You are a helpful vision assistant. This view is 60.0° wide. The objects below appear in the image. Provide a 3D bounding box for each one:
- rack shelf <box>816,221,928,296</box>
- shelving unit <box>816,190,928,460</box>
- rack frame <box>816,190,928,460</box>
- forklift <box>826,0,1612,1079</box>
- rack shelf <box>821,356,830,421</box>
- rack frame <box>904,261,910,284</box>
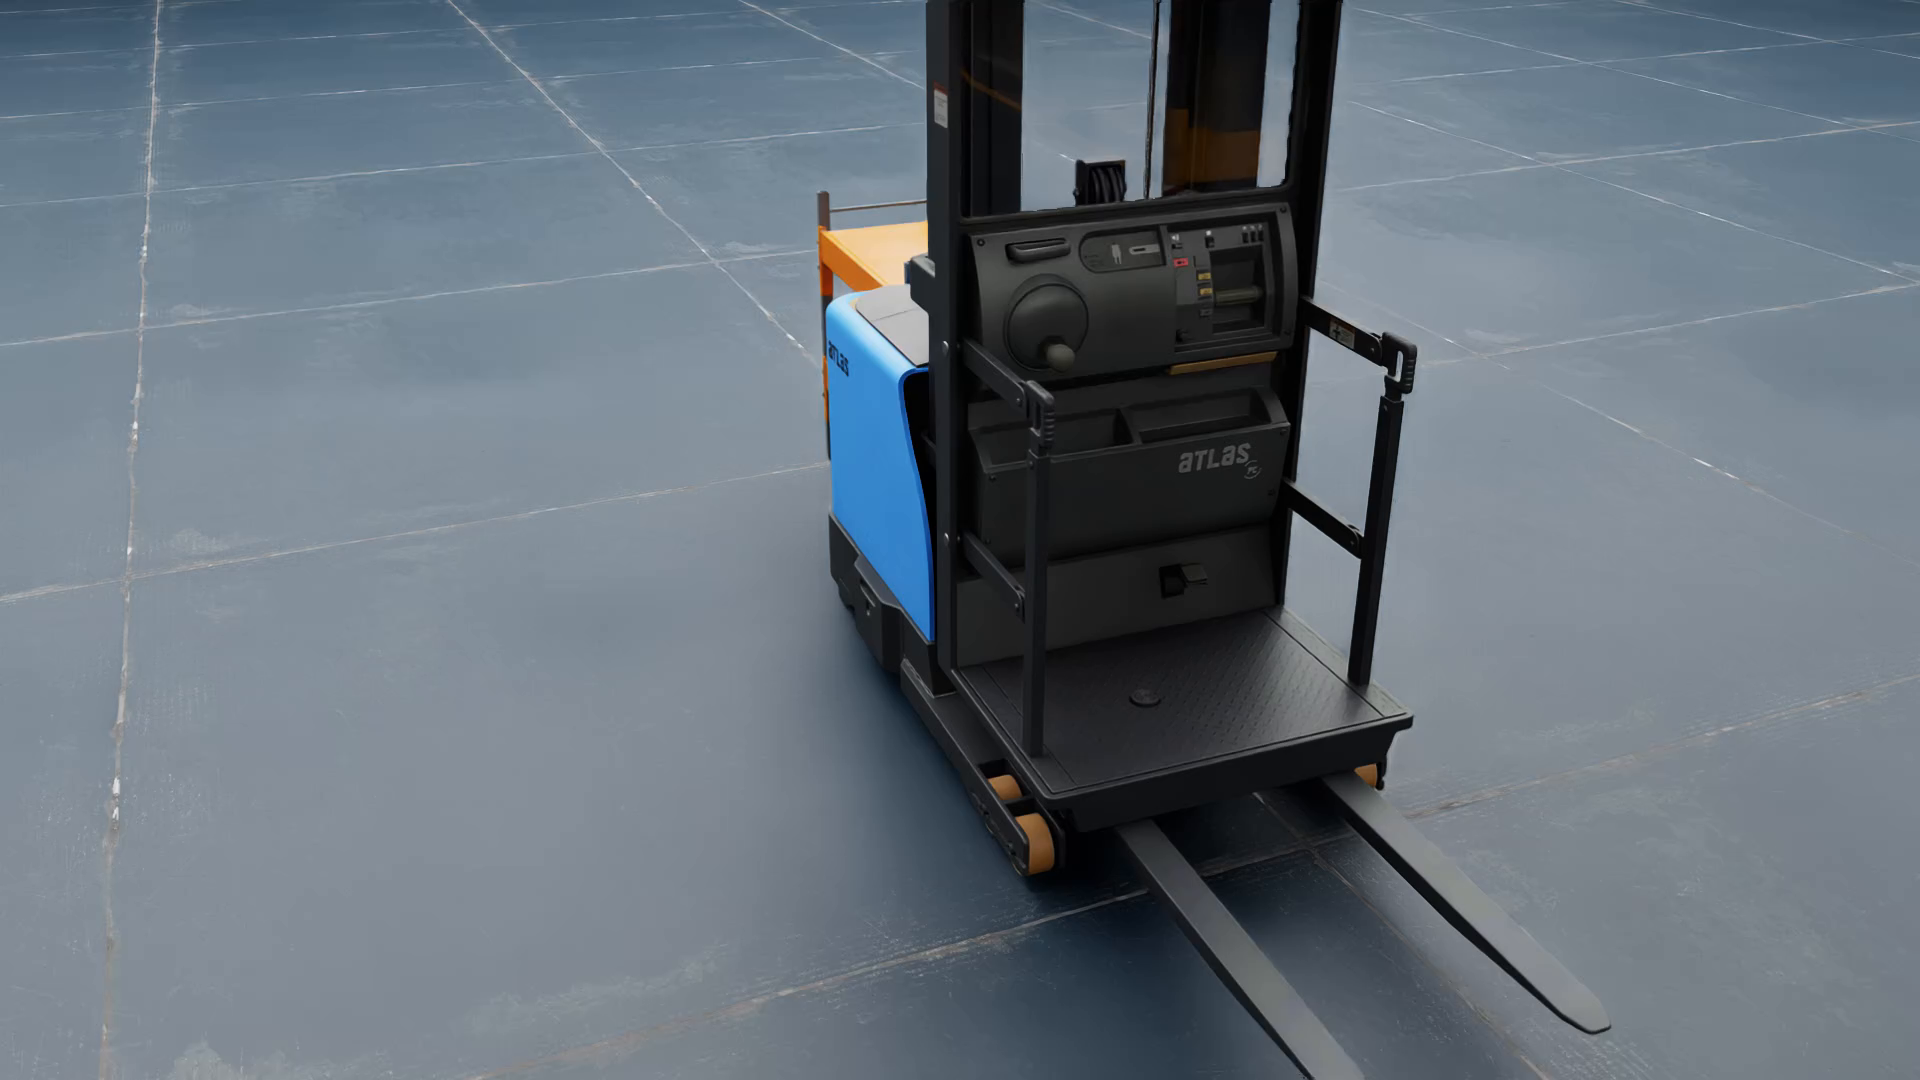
[{"bbox_3d":[-0.136,-0.939,6.224,0.538,0.278,1.000,-10,28,-19],"label":"rack shelf"},{"bbox_3d":[-0.136,-0.676,6.352,0.538,1.125,1.048,-10,28,-19],"label":"shelving unit"},{"bbox_3d":[-0.320,-0.884,6.778,0.500,1.125,0.032,-10,28,-19],"label":"rack frame"},{"bbox_3d":[0.551,-0.632,4.204,1.130,2.935,3.031,-10,28,-19],"label":"forklift"},{"bbox_3d":[-0.136,-0.456,6.460,0.538,0.278,1.000,-10,28,-19],"label":"rack shelf"},{"bbox_3d":[0.048,-0.468,5.926,0.500,1.125,0.032,-10,28,-19],"label":"rack frame"}]
